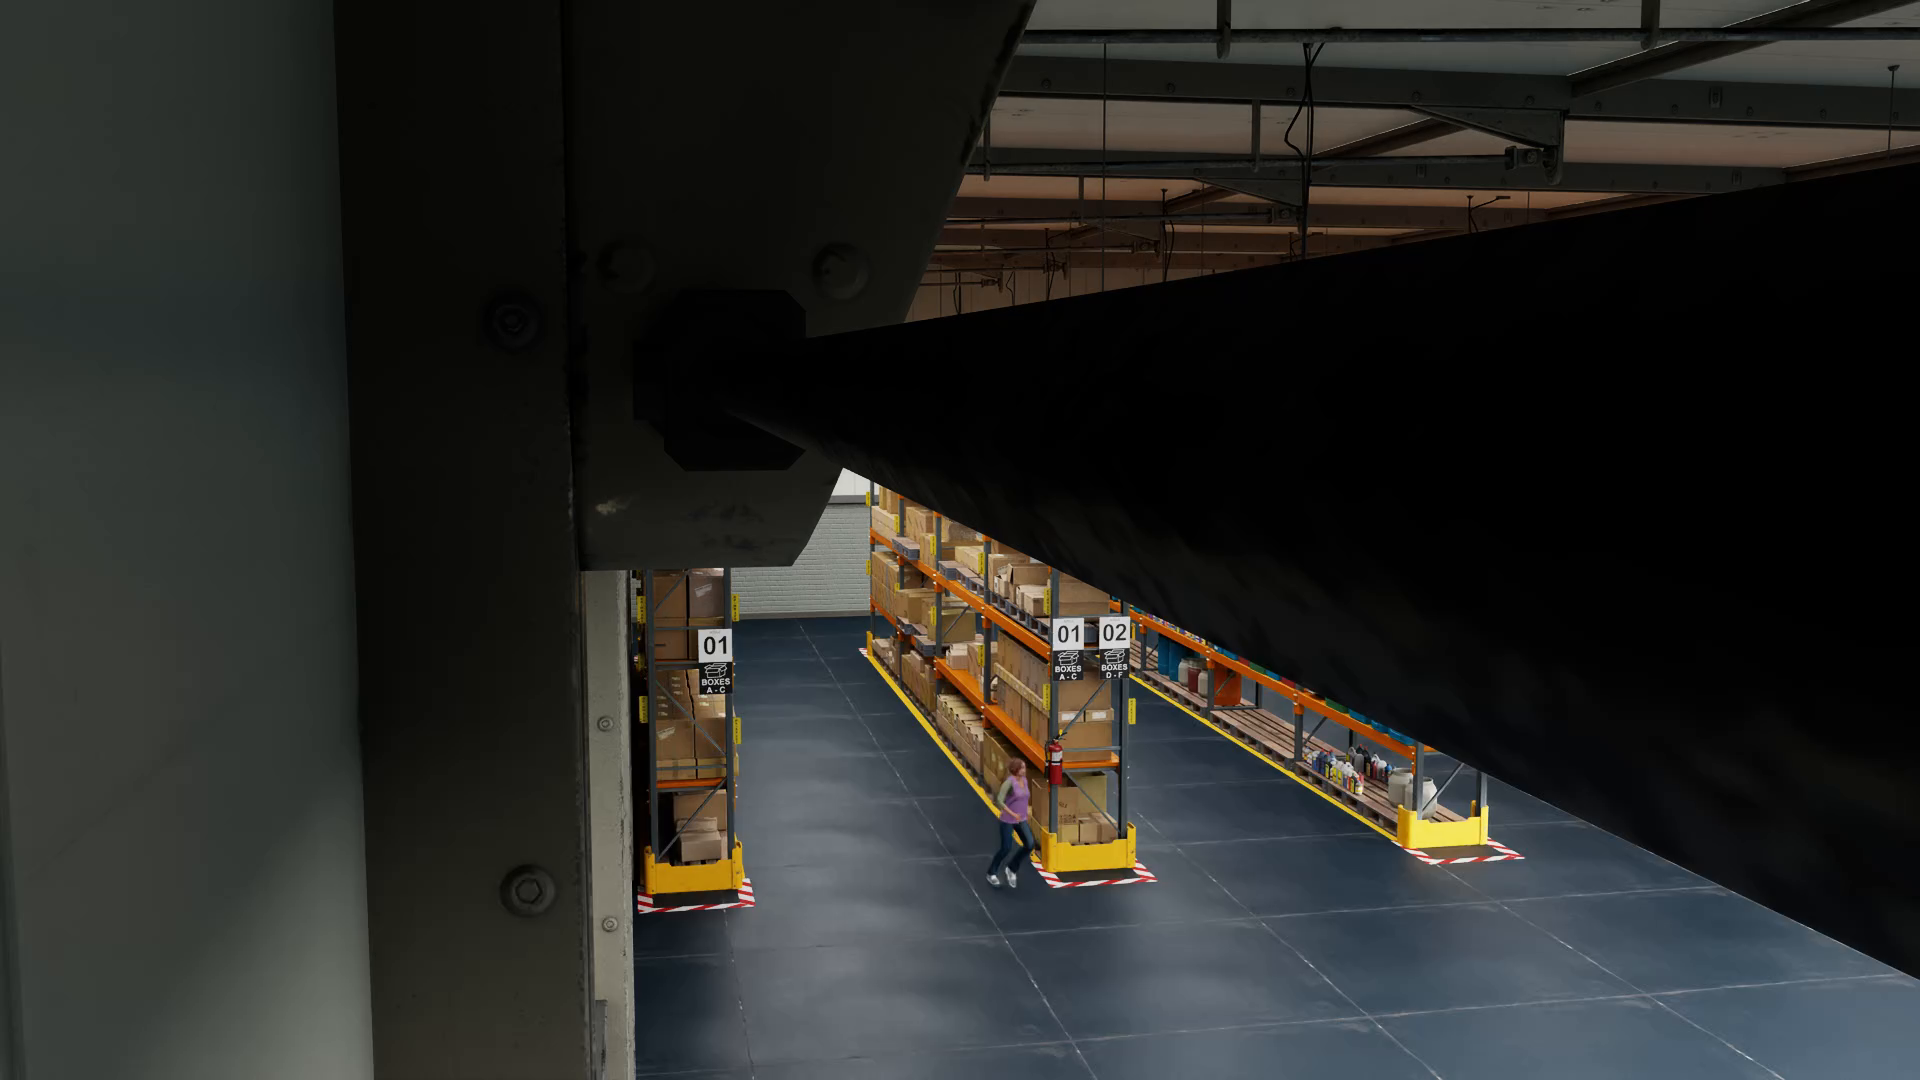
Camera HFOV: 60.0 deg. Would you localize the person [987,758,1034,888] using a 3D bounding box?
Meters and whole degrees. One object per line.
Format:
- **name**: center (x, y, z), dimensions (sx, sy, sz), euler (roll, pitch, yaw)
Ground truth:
- **person**: center (0.675, 3.436, 20.301), dimensions (0.603, 1.557, 0.584), euler (-5, 8, -41)
